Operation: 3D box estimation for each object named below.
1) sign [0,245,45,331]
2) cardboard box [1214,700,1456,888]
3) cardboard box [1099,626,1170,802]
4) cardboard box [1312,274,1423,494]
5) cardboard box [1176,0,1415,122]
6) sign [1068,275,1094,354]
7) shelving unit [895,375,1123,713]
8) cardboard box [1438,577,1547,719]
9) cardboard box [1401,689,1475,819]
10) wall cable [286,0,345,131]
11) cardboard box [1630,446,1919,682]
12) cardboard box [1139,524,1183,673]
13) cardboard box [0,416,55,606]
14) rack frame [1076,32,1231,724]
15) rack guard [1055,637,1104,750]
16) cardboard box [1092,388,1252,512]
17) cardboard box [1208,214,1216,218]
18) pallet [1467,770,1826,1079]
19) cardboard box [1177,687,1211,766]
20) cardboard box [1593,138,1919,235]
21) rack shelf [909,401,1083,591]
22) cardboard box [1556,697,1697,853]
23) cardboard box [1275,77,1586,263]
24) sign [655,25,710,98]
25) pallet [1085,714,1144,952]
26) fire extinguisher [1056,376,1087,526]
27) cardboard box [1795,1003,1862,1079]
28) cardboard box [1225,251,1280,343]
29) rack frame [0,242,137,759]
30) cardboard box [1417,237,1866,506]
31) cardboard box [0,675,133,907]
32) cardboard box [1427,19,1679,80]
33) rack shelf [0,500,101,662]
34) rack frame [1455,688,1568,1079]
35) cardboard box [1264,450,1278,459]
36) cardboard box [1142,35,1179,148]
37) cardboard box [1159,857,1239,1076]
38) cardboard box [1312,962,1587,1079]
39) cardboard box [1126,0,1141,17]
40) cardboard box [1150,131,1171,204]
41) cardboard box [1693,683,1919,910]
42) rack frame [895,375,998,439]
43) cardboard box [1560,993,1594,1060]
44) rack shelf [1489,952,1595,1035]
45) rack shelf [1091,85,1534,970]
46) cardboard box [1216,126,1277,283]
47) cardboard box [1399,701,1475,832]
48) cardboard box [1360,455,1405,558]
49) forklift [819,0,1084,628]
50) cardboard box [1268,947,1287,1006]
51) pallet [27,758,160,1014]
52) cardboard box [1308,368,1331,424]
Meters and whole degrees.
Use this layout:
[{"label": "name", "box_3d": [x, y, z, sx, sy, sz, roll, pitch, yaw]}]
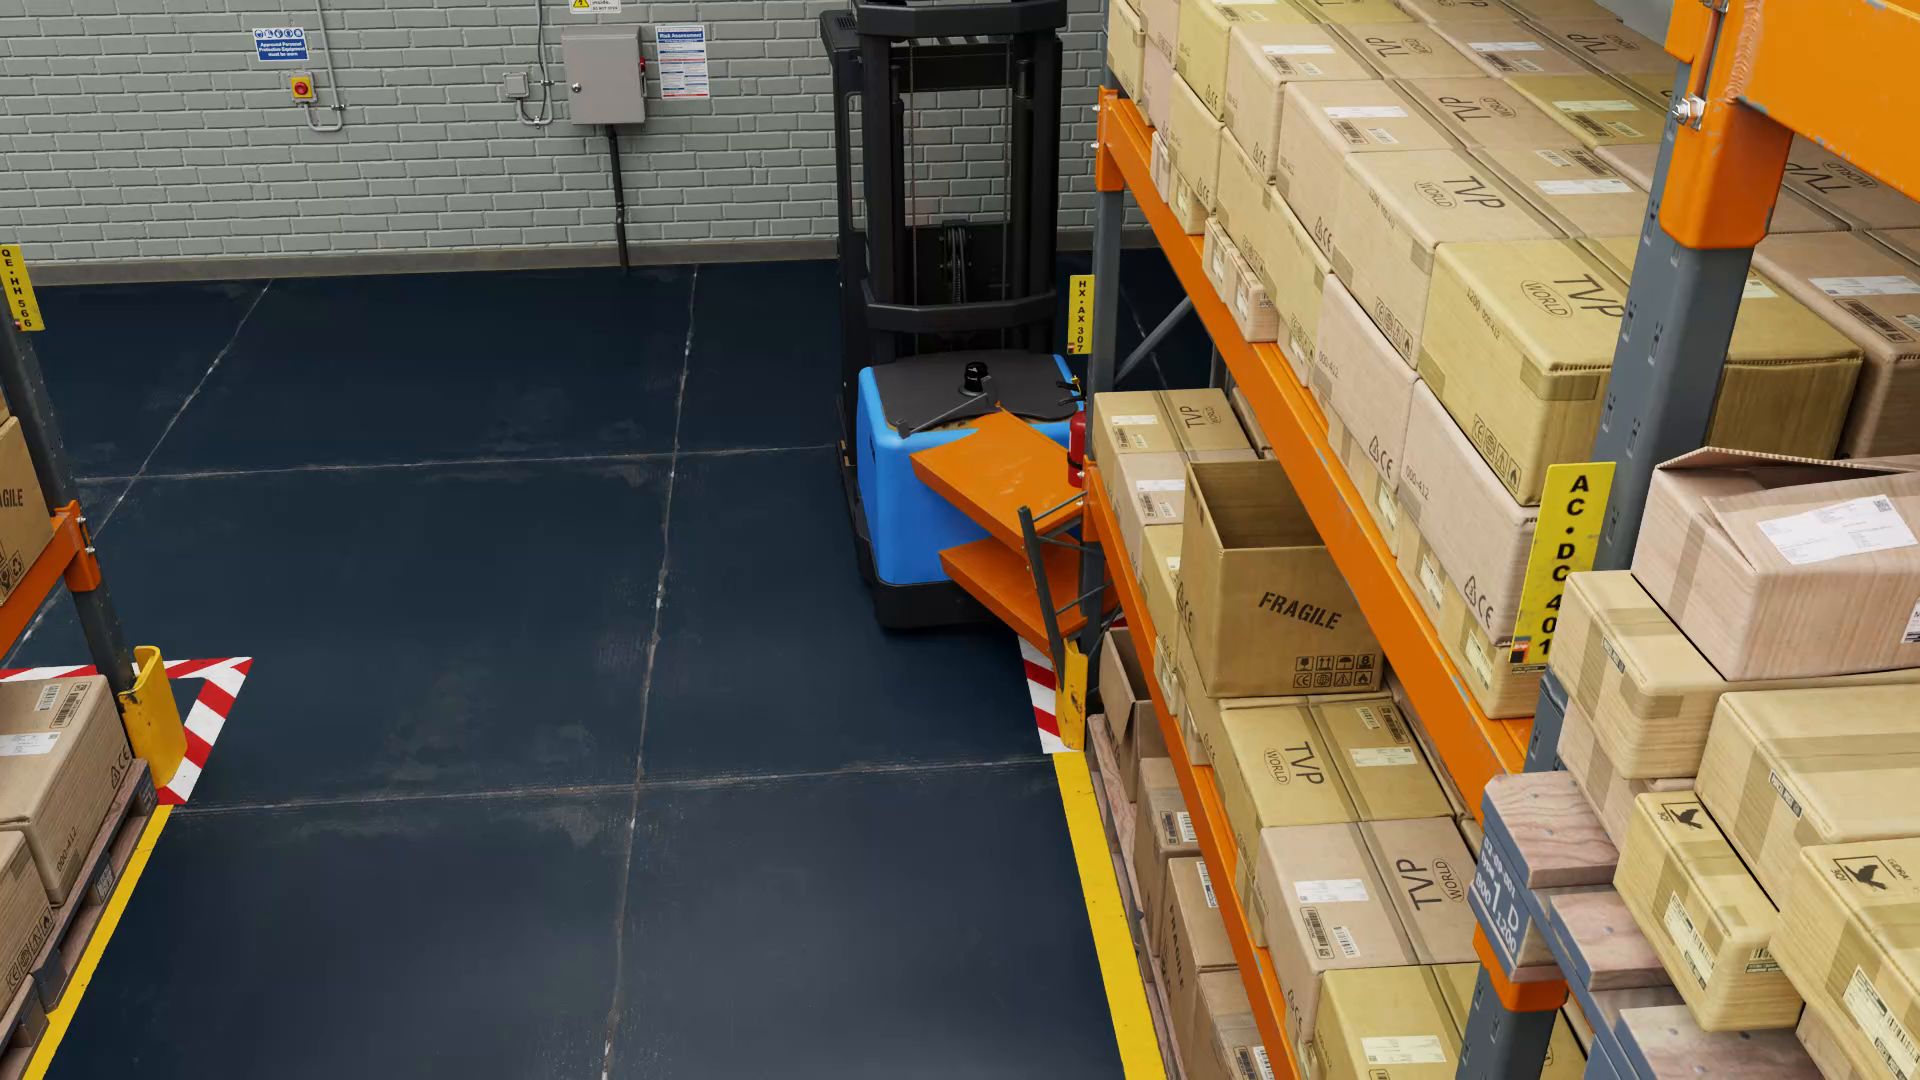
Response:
[{"label": "sign", "box_3d": [-3.388, -0.904, 5.978, 0.100, 0.325, 0.005, -3, 31, -5]}, {"label": "cardboard box", "box_3d": [1.000, 0.695, 4.518, 0.500, 0.250, 0.500, -3, 31, -5]}, {"label": "cardboard box", "box_3d": [0.975, 0.683, 6.707, 0.797, 0.503, 0.637, -4, 31, -7]}, {"label": "cardboard box", "box_3d": [1.032, -0.334, 3.315, 0.500, 0.250, 0.500, -4, 31, -6]}, {"label": "cardboard box", "box_3d": [0.893, -1.336, 4.506, 0.500, 0.250, 0.500, -3, 31, -5]}, {"label": "sign", "box_3d": [0.472, -0.871, 6.439, 0.100, 0.325, 0.005, -3, 31, -5]}, {"label": "shelving unit", "box_3d": [0.307, 0.021, 7.397, 0.538, 1.125, 1.048, -28, 36, -19]}, {"label": "cardboard box", "box_3d": [1.058, 0.167, 2.865, 0.380, 0.149, 0.250, -3, 31, -5]}, {"label": "cardboard box", "box_3d": [1.511, 0.358, 4.350, 0.500, 0.500, 0.500, -4, 31, -6]}, {"label": "wall cable", "box_3d": [-4.480, -3.613, 10.853, 0.585, 1.953, 0.123, -3, 31, -5]}, {"label": "cardboard box", "box_3d": [1.066, -0.022, 1.980, 0.396, 0.266, 0.258, -3, 31, -5]}, {"label": "cardboard box", "box_3d": [0.884, 0.172, 5.394, 0.500, 0.250, 0.500, -3, 31, -6]}, {"label": "cardboard box", "box_3d": [-3.621, -0.095, 5.887, 0.500, 0.500, 0.500, -3, 31, -4]}, {"label": "rack frame", "box_3d": [1.012, -0.526, 6.705, 1.000, 3.000, 0.127, -3, 31, -5]}, {"label": "rack guard", "box_3d": [1.019, 0.586, 7.281, 1.175, 0.500, 0.348, -3, 31, -5]}, {"label": "cardboard box", "box_3d": [0.786, -0.344, 6.258, 0.500, 0.250, 0.500, -3, 31, -4]}, {"label": "cardboard box", "box_3d": [0.905, -0.878, 4.615, 0.380, 0.149, 0.250, -3, 31, -5]}, {"label": "pallet", "box_3d": [1.377, 0.646, 2.002, 1.213, 0.211, 1.003, -3, 31, -5]}, {"label": "cardboard box", "box_3d": [0.885, 0.557, 5.138, 0.380, 0.149, 0.250, -2, 31, -3]}, {"label": "cardboard box", "box_3d": [1.559, -0.579, 3.238, 0.500, 0.250, 0.500, -4, 31, -6]}, {"label": "rack shelf", "box_3d": [0.244, -0.214, 7.234, 0.538, 0.278, 1.000, -28, 36, -19]}, {"label": "cardboard box", "box_3d": [1.017, 0.285, 2.161, 0.380, 0.149, 0.250, -2, 31, -4]}, {"label": "cardboard box", "box_3d": [1.004, -0.813, 3.630, 0.500, 0.250, 0.500, -2, 31, -4]}, {"label": "sign", "box_3d": [-1.902, -3.278, 11.406, 0.329, 0.494, 0.001, -3, 31, -5]}, {"label": "pallet", "box_3d": [1.094, 1.117, 6.674, 1.003, 0.211, 1.213, -3, 31, -5]}, {"label": "fire extinguisher", "box_3d": [0.538, -0.385, 6.909, 0.296, 0.674, 0.183, -3, 31, -5]}, {"label": "cardboard box", "box_3d": [1.128, 0.543, 1.728, 0.380, 0.149, 0.250, -2, 31, -4]}, {"label": "cardboard box", "box_3d": [0.885, -0.617, 4.178, 0.380, 0.149, 0.250, -2, 31, -4]}, {"label": "rack frame", "box_3d": [-3.930, -0.286, 6.304, 1.000, 3.000, 0.127, -3, 31, -5]}, {"label": "cardboard box", "box_3d": [1.099, -0.295, 2.763, 0.500, 0.250, 0.500, -3, 31, -4]}, {"label": "cardboard box", "box_3d": [-3.769, 0.966, 6.297, 0.875, 0.438, 0.875, -4, 31, -6]}, {"label": "cardboard box", "box_3d": [1.458, -1.093, 4.098, 0.500, 0.250, 0.500, -3, 31, -5]}, {"label": "rack shelf", "box_3d": [-3.743, 1.044, 4.779, 1.077, 0.370, 4.000, -3, 31, -5]}, {"label": "rack frame", "box_3d": [1.385, 1.517, 3.286, 1.000, 3.000, 0.127, -3, 31, -5]}, {"label": "cardboard box", "box_3d": [1.366, -0.104, 5.854, 0.500, 0.250, 0.500, -3, 31, -4]}, {"label": "cardboard box", "box_3d": [0.849, -1.379, 5.064, 0.500, 0.250, 0.500, -2, 31, -4]}, {"label": "cardboard box", "box_3d": [0.966, 1.397, 5.514, 0.500, 0.500, 0.500, -2, 31, -4]}, {"label": "cardboard box", "box_3d": [1.095, 1.205, 3.664, 0.500, 0.250, 0.500, -2, 31, -3]}, {"label": "cardboard box", "box_3d": [0.803, -1.853, 5.370, 0.500, 0.250, 0.500, -3, 31, -5]}, {"label": "cardboard box", "box_3d": [0.788, -1.135, 5.045, 0.380, 0.149, 0.250, -2, 31, -3]}, {"label": "cardboard box", "box_3d": [1.073, 0.292, 1.859, 0.380, 0.149, 0.250, -2, 31, -4]}, {"label": "rack frame", "box_3d": [0.049, -0.180, 7.786, 0.500, 1.125, 0.032, -28, 36, -19]}, {"label": "cardboard box", "box_3d": [1.608, 1.187, 3.693, 0.500, 0.250, 0.500, -3, 31, -5]}, {"label": "rack shelf", "box_3d": [1.572, 1.559, 0.992, 1.077, 0.370, 4.000, -3, 31, -5]}, {"label": "rack shelf", "box_3d": [1.199, -0.483, 4.411, 1.077, 0.370, 4.000, -3, 31, -5]}, {"label": "cardboard box", "box_3d": [0.956, -0.854, 4.185, 0.500, 0.250, 0.500, -3, 31, -5]}, {"label": "cardboard box", "box_3d": [1.508, 0.668, 4.562, 0.500, 0.250, 0.500, -2, 31, -4]}, {"label": "cardboard box", "box_3d": [1.022, -0.095, 3.305, 0.380, 0.149, 0.250, -2, 31, -3]}, {"label": "forklift", "box_3d": [-0.099, -1.576, 8.531, 1.130, 2.935, 3.031, -5, 31, -8]}, {"label": "cardboard box", "box_3d": [1.012, 1.075, 4.270, 0.380, 0.149, 0.250, -2, 31, -3]}, {"label": "pallet", "box_3d": [-3.777, 1.316, 6.341, 1.003, 0.211, 1.213, -3, 31, -5]}, {"label": "cardboard box", "box_3d": [1.007, -0.359, 3.746, 0.380, 0.149, 0.250, -2, 31, -3]}]
